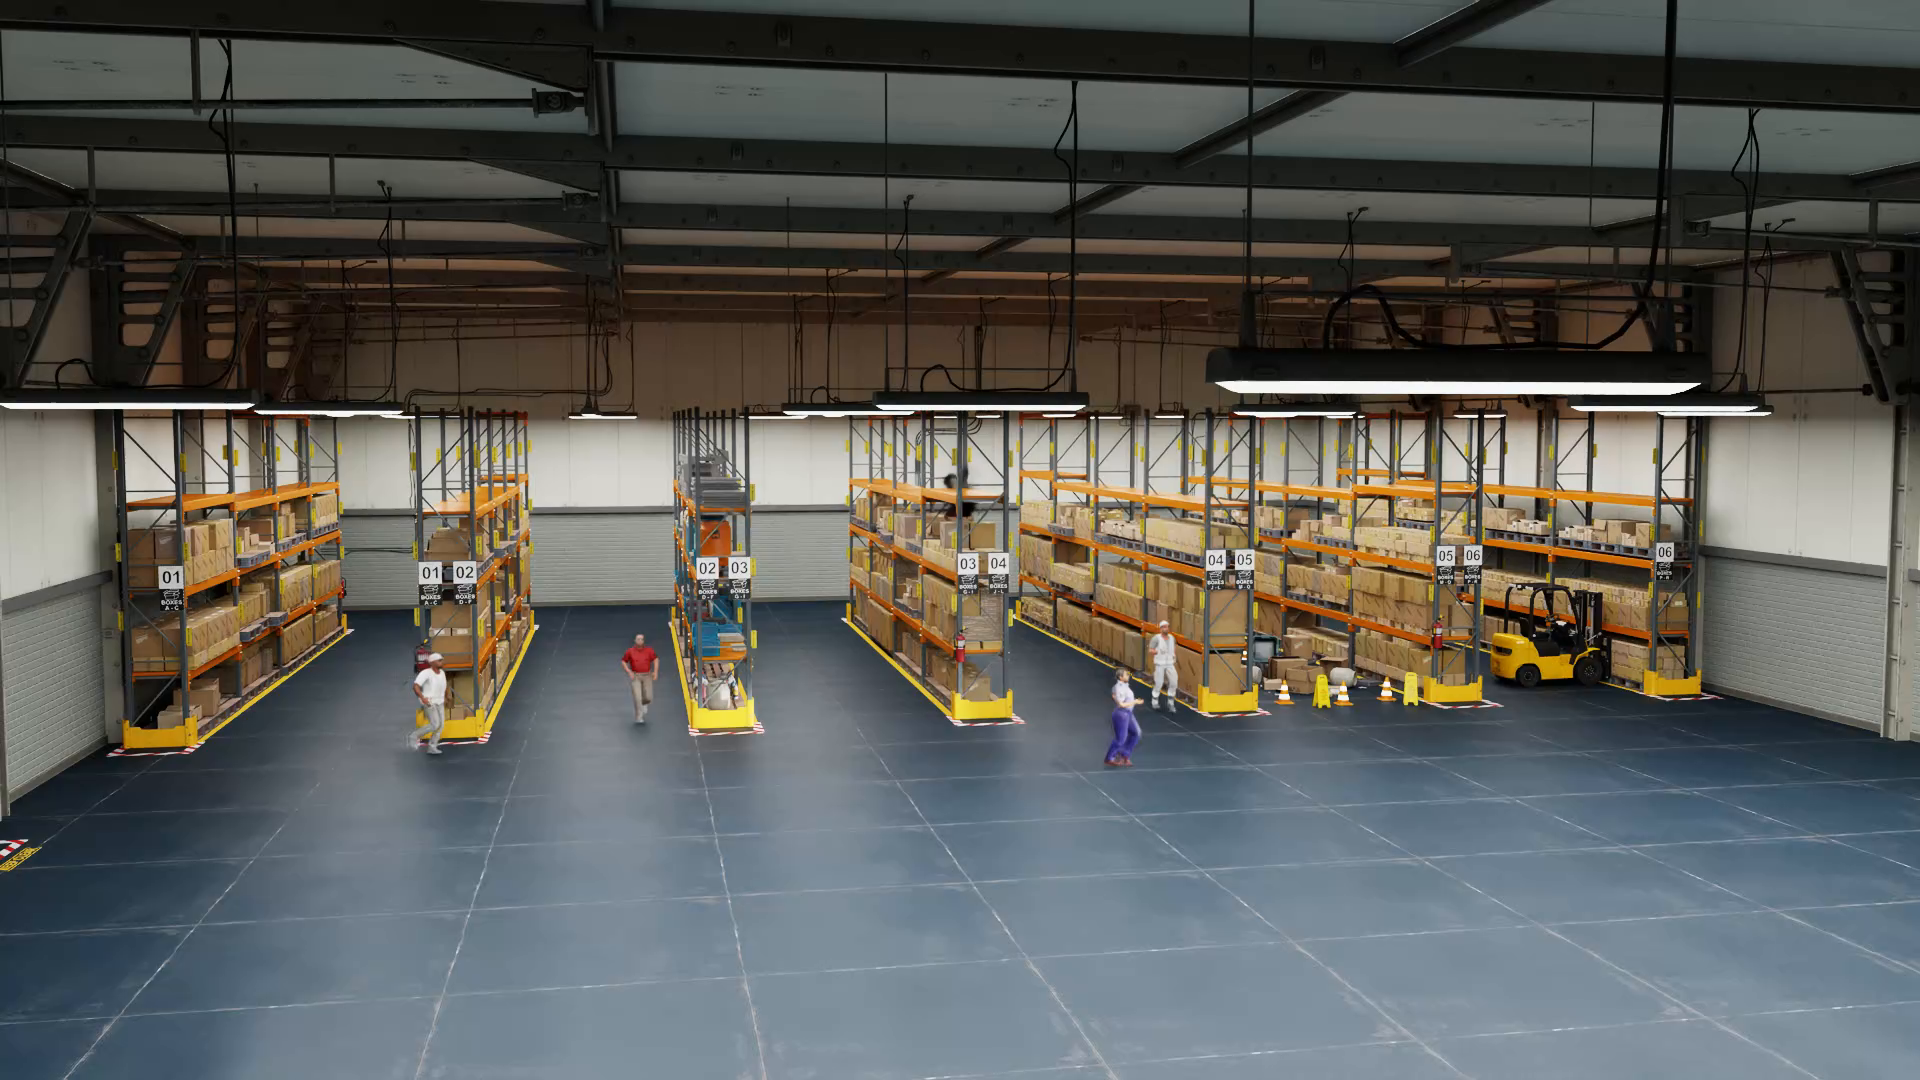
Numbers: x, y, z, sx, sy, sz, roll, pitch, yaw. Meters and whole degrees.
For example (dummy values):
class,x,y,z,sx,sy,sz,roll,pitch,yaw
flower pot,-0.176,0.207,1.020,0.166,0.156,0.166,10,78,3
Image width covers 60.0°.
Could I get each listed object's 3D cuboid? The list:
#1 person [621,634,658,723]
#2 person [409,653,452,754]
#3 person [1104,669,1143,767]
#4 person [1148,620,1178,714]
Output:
class,x,y,z,sx,sy,sz,roll,pitch,yaw
person,-6.107,2.621,31.747,0.710,1.672,0.631,-2,4,-21
person,-9.143,2.818,28.832,0.600,1.714,0.744,1,4,20
person,2.722,2.958,27.511,0.661,1.676,0.586,1,4,17
person,4.035,2.496,32.772,0.661,1.822,0.669,-1,4,-17
